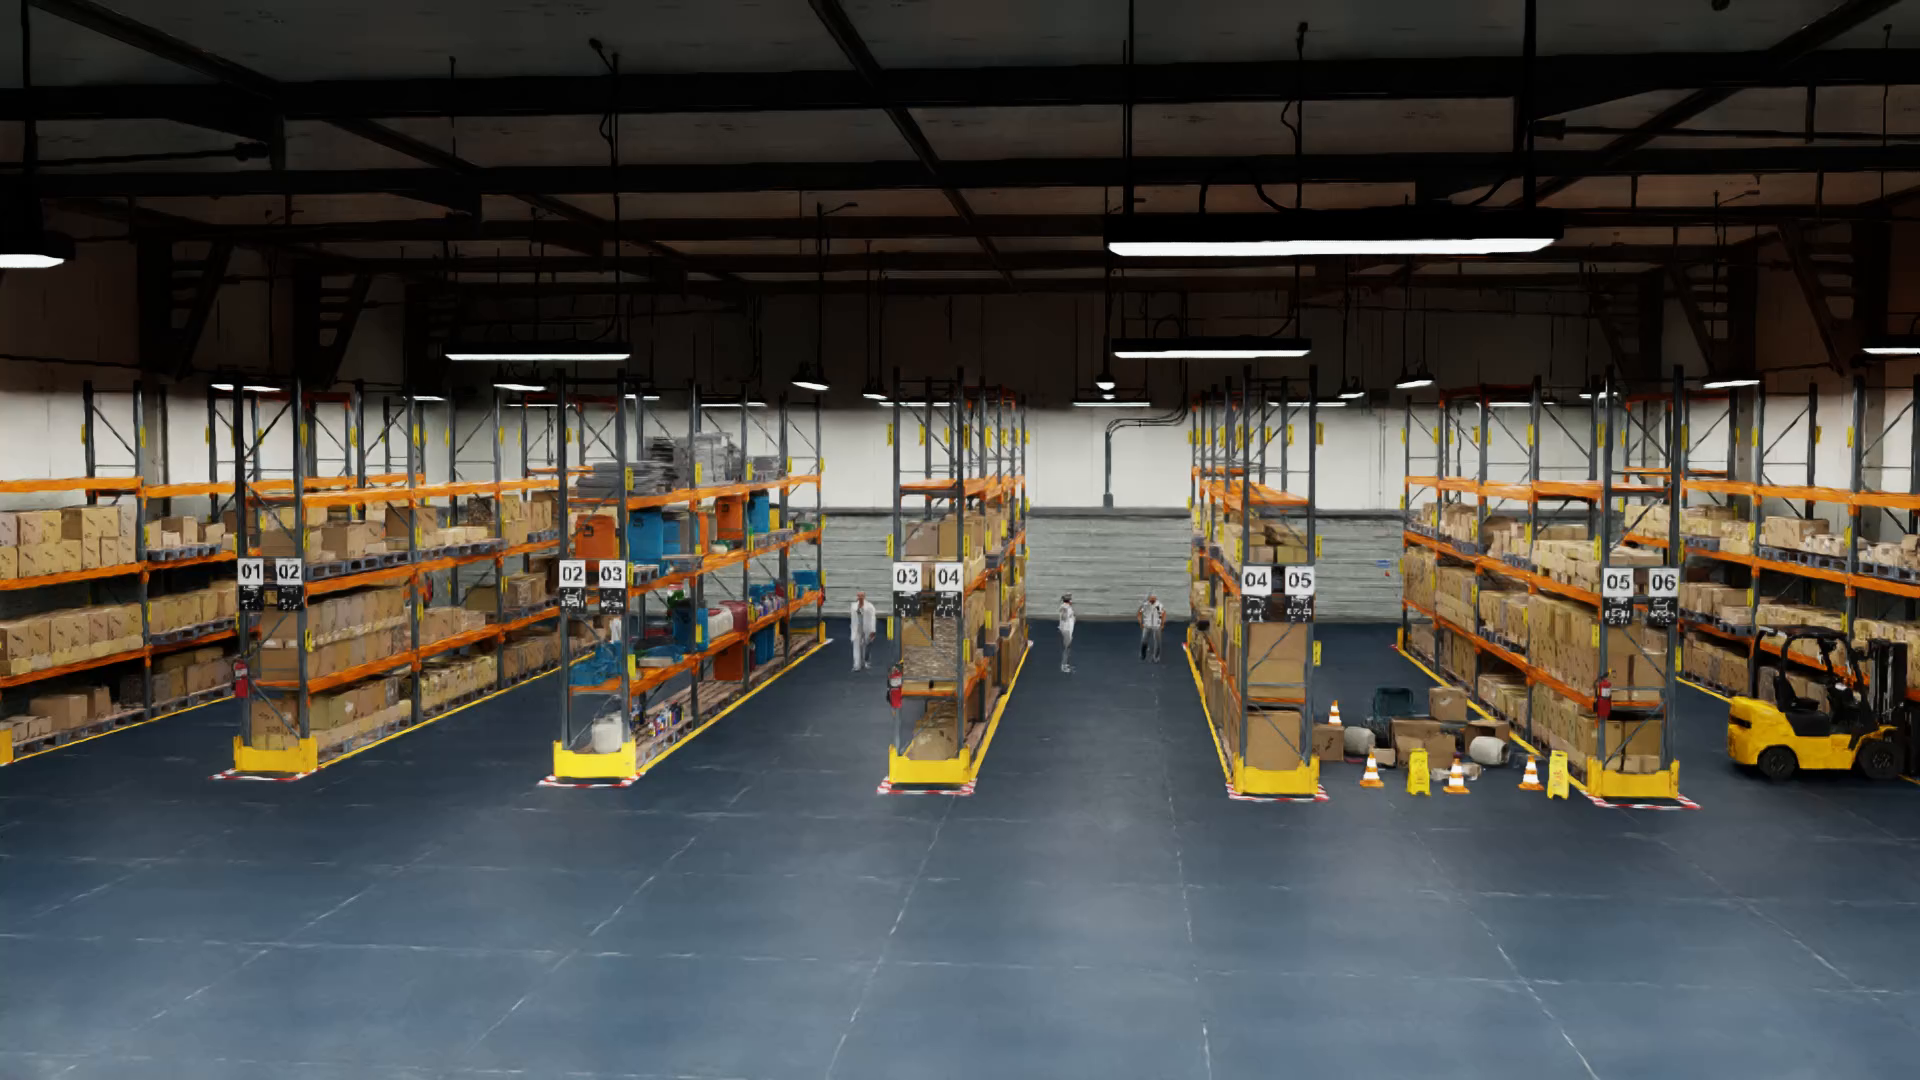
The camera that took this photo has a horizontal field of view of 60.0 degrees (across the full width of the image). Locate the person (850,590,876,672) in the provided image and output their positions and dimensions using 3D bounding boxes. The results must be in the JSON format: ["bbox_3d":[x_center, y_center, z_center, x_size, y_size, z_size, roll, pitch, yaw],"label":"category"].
[{"bbox_3d":[-2.077,1.931,35.506,0.603,1.725,1.110,0,4,4],"label":"person"}]

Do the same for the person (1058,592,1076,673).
[{"bbox_3d":[2.298,1.957,35.370,0.397,1.685,0.542,-1,4,-19],"label":"person"}]

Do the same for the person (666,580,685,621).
[{"bbox_3d":[-7.569,1.335,44.489,0.534,1.784,0.711,3,5,44],"label":"person"}]

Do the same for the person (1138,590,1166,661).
[{"bbox_3d":[4.265,1.910,36.998,0.625,1.607,0.582,0,4,4],"label":"person"}]

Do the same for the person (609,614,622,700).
[{"bbox_3d":[-6.440,2.123,31.651,0.441,1.787,0.593,-2,4,-25],"label":"person"}]
